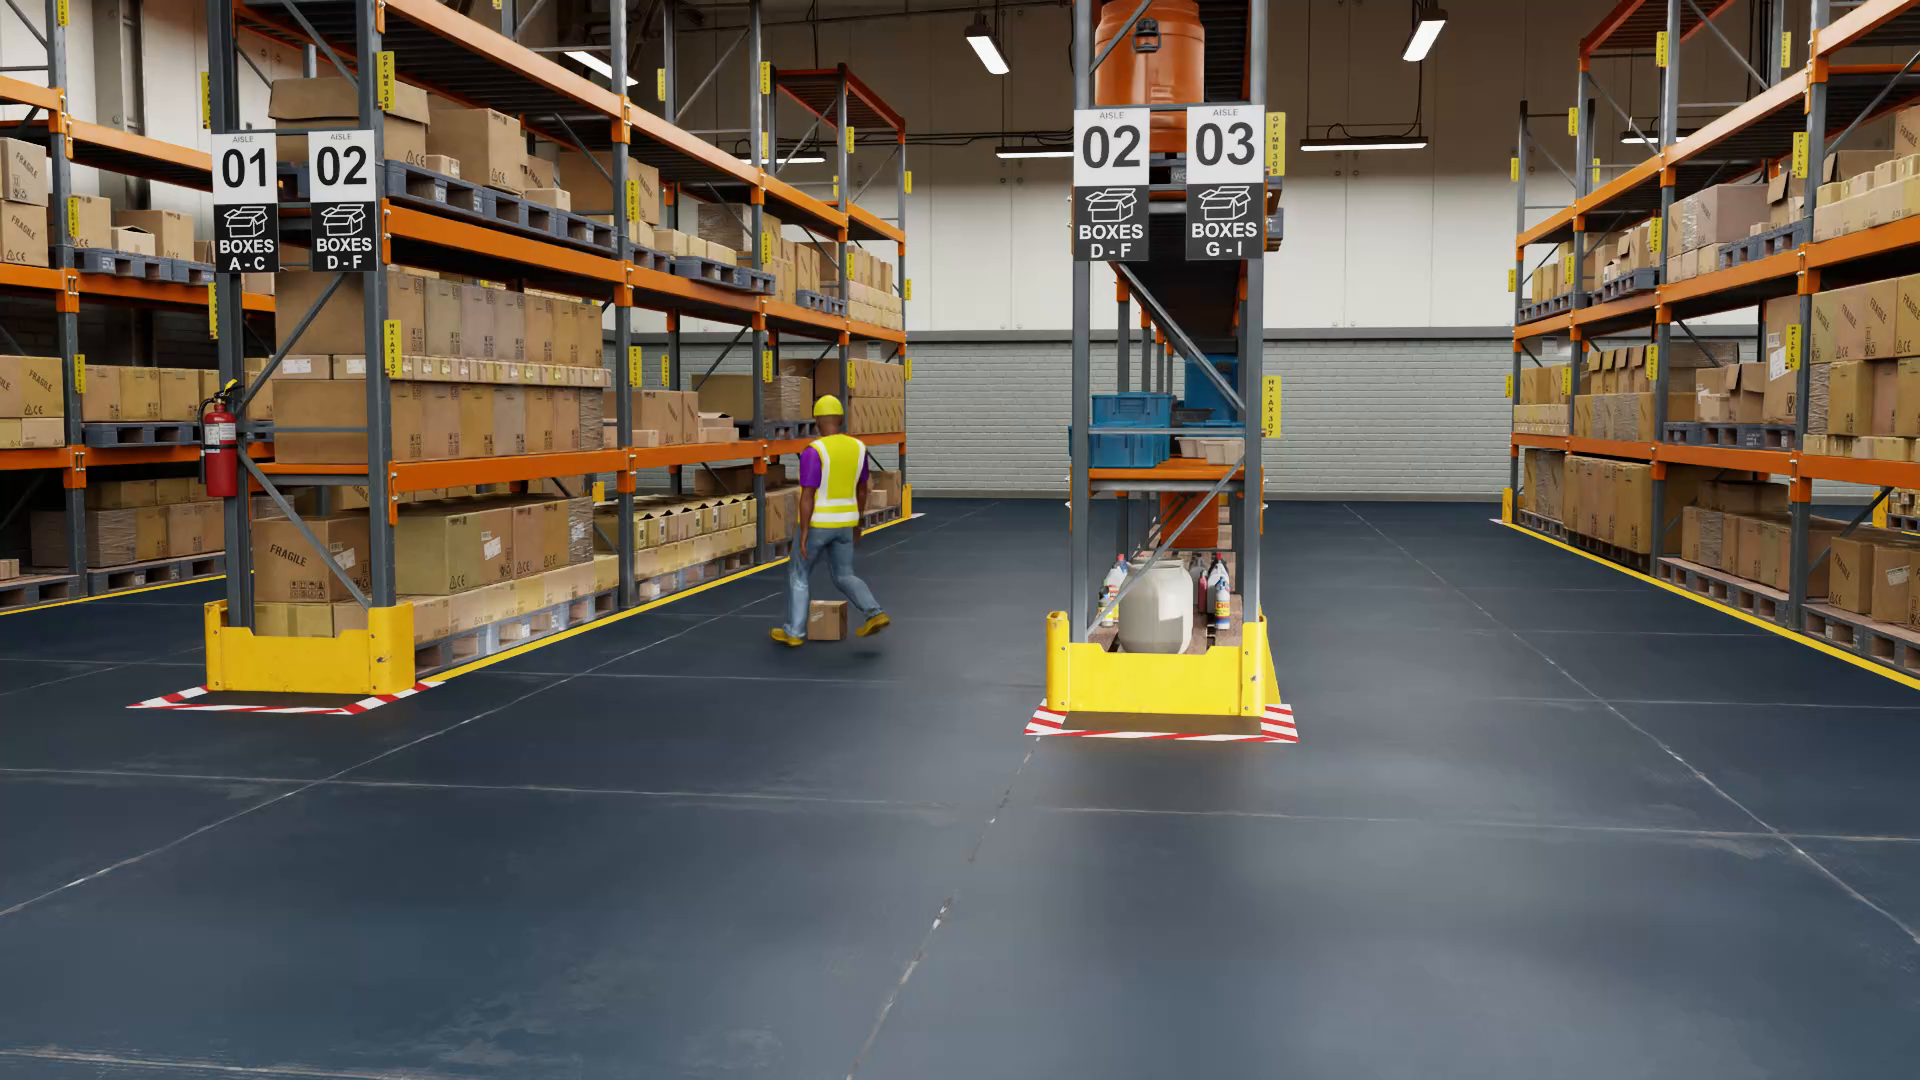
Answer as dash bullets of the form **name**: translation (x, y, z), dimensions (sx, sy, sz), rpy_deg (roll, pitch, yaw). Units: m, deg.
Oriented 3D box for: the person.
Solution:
- **person**: translation (-0.918, -0.119, 11.304), dimensions (0.589, 1.724, 0.959), rpy_deg (-4, 6, -40)
